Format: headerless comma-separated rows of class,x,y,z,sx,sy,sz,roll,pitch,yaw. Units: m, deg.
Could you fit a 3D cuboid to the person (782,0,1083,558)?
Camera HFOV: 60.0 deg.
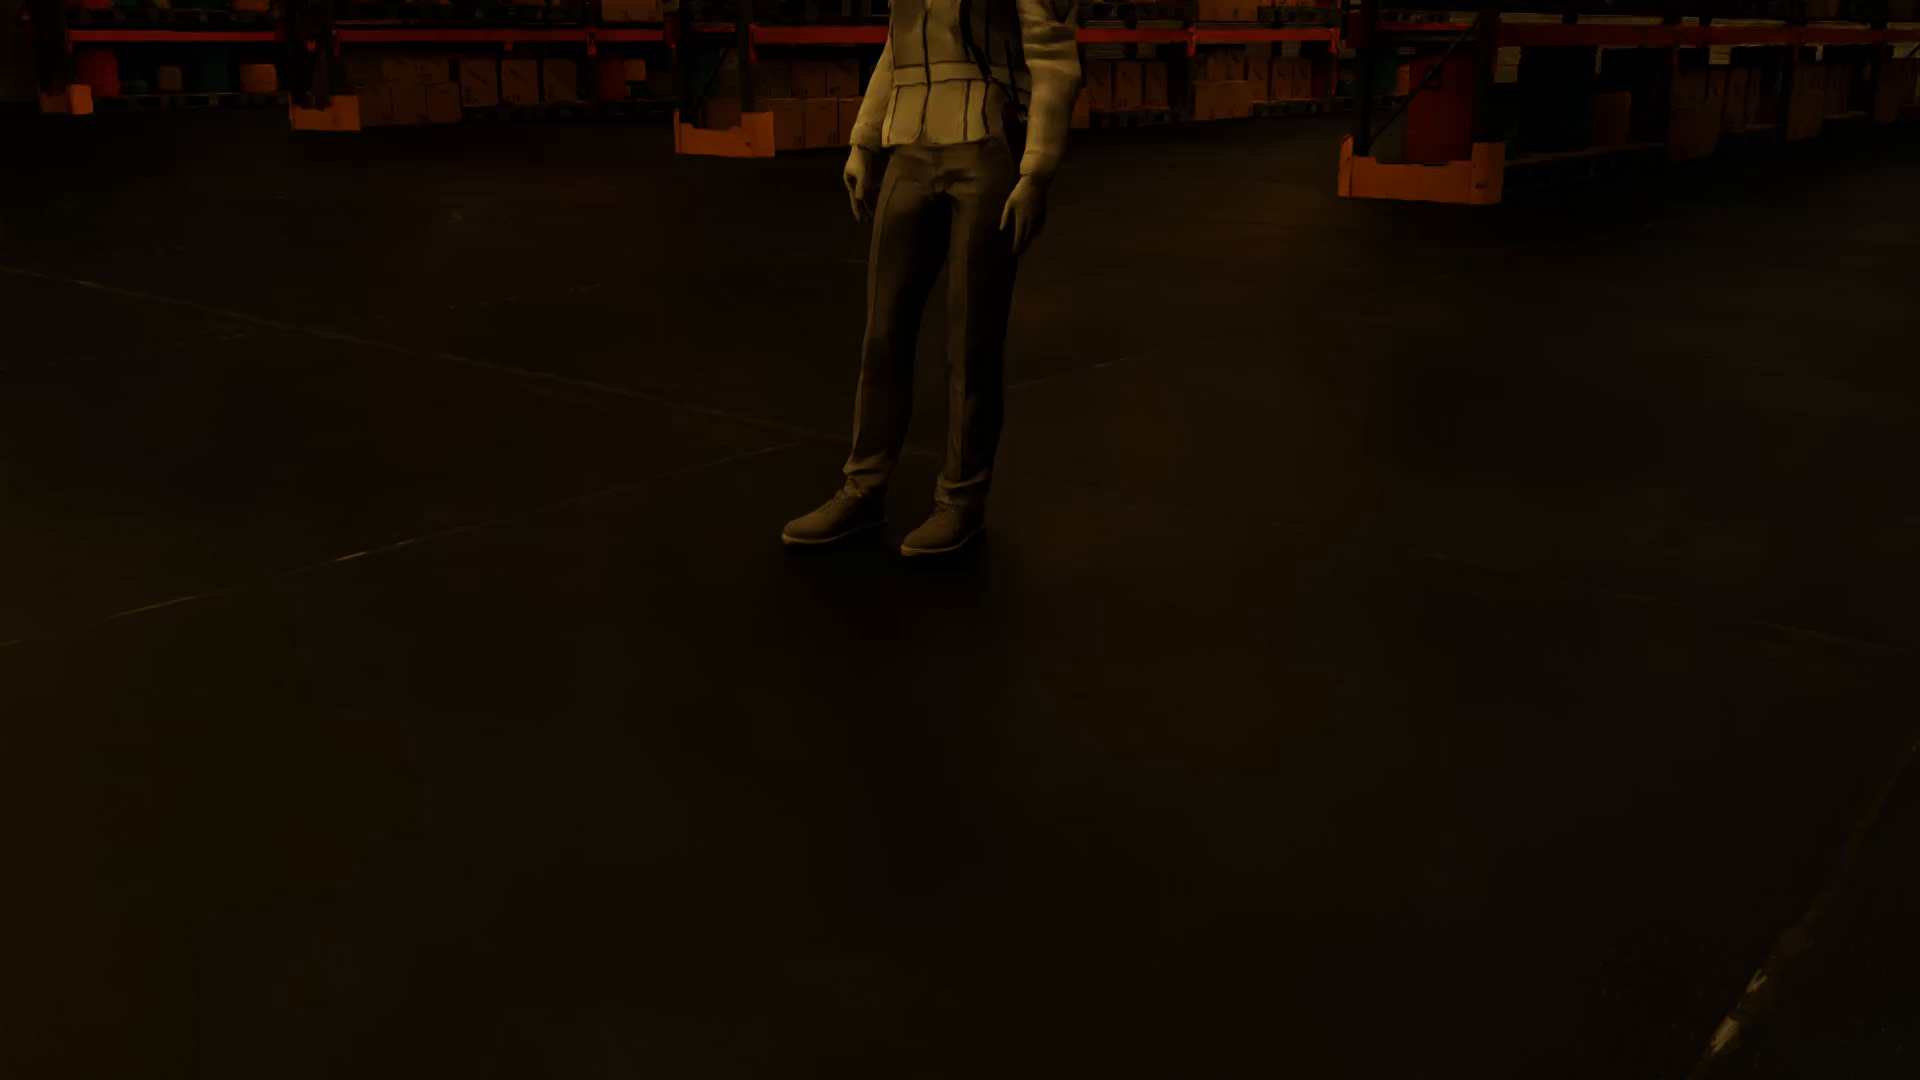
person,-0.049,-0.804,3.648,0.586,1.695,0.533,13,21,37
